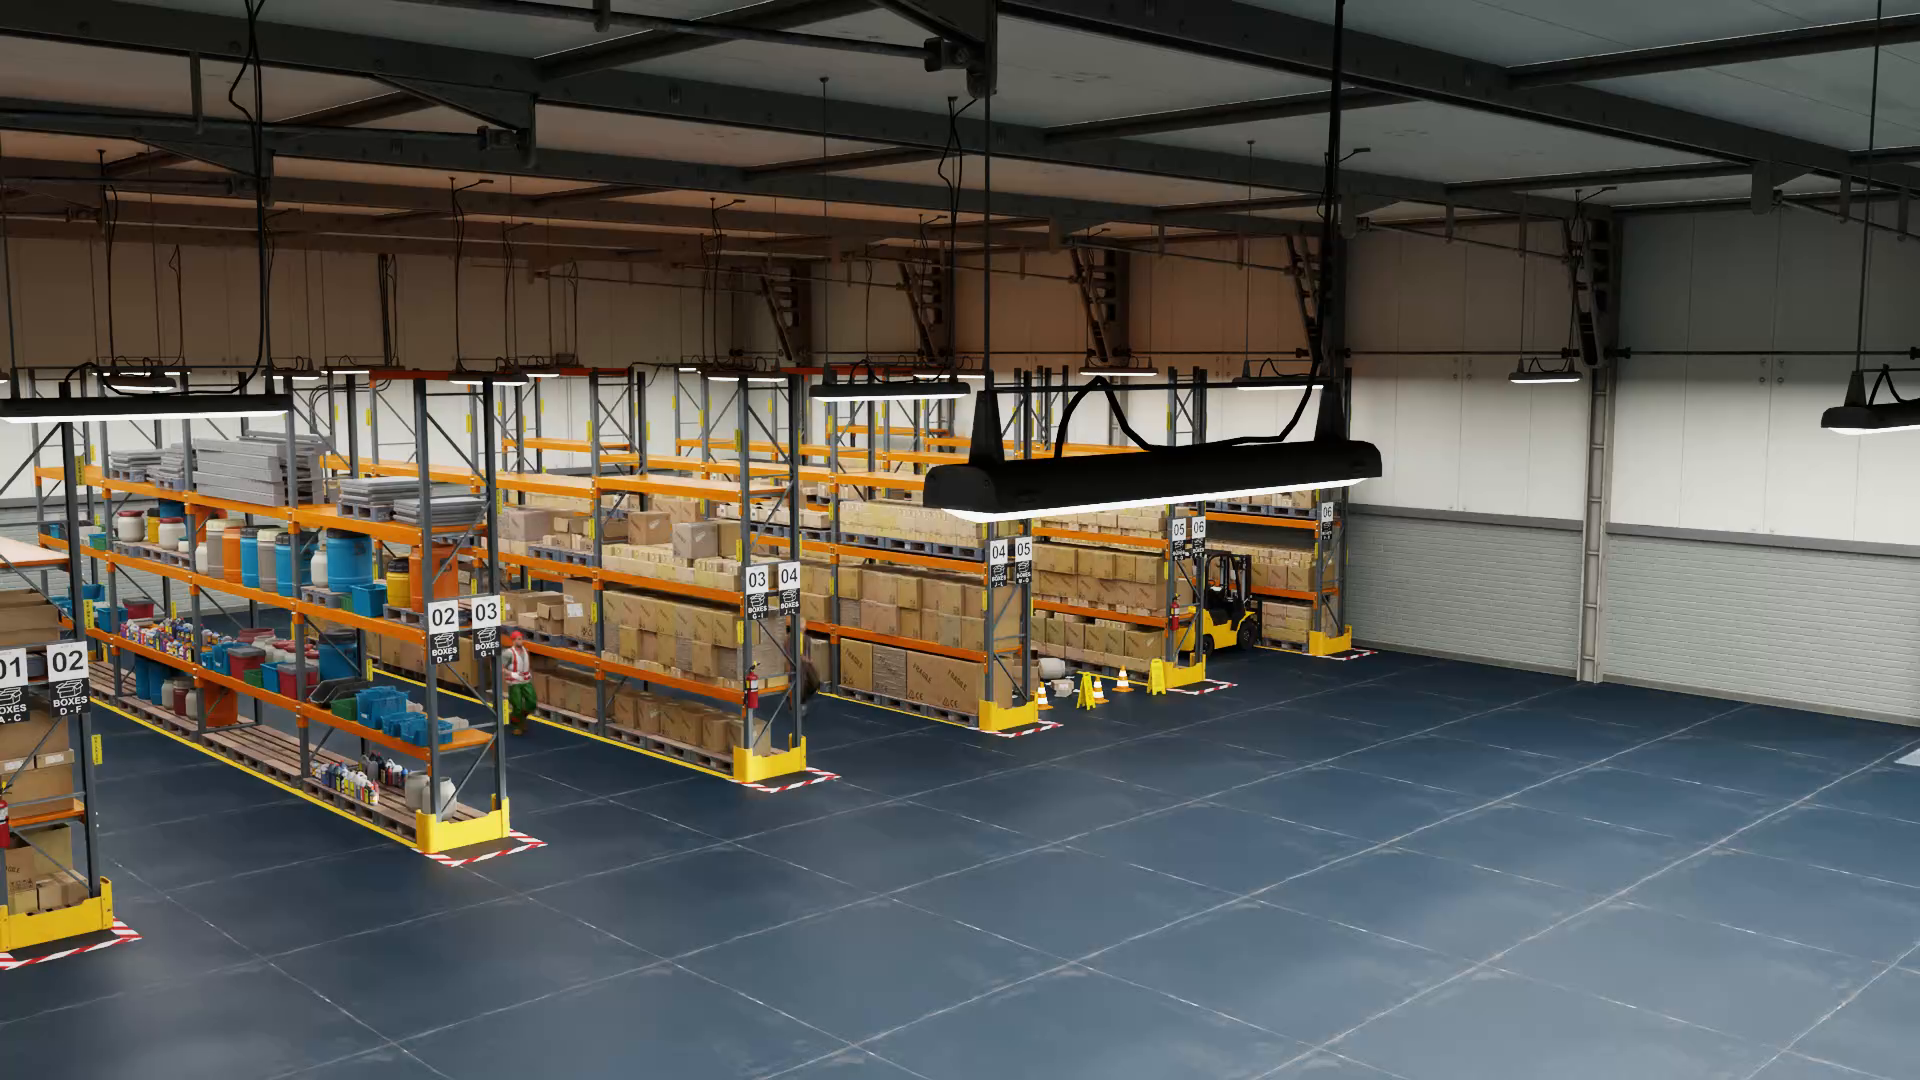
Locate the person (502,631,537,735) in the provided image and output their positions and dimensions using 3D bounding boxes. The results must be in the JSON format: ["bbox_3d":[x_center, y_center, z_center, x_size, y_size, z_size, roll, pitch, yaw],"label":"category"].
[{"bbox_3d":[-7.254,2.364,27.421,0.578,1.744,0.659,6,9,41],"label":"person"}]

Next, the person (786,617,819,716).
[{"bbox_3d":[-2.733,2.205,28.883,0.635,1.742,0.714,4,8,32],"label":"person"}]
